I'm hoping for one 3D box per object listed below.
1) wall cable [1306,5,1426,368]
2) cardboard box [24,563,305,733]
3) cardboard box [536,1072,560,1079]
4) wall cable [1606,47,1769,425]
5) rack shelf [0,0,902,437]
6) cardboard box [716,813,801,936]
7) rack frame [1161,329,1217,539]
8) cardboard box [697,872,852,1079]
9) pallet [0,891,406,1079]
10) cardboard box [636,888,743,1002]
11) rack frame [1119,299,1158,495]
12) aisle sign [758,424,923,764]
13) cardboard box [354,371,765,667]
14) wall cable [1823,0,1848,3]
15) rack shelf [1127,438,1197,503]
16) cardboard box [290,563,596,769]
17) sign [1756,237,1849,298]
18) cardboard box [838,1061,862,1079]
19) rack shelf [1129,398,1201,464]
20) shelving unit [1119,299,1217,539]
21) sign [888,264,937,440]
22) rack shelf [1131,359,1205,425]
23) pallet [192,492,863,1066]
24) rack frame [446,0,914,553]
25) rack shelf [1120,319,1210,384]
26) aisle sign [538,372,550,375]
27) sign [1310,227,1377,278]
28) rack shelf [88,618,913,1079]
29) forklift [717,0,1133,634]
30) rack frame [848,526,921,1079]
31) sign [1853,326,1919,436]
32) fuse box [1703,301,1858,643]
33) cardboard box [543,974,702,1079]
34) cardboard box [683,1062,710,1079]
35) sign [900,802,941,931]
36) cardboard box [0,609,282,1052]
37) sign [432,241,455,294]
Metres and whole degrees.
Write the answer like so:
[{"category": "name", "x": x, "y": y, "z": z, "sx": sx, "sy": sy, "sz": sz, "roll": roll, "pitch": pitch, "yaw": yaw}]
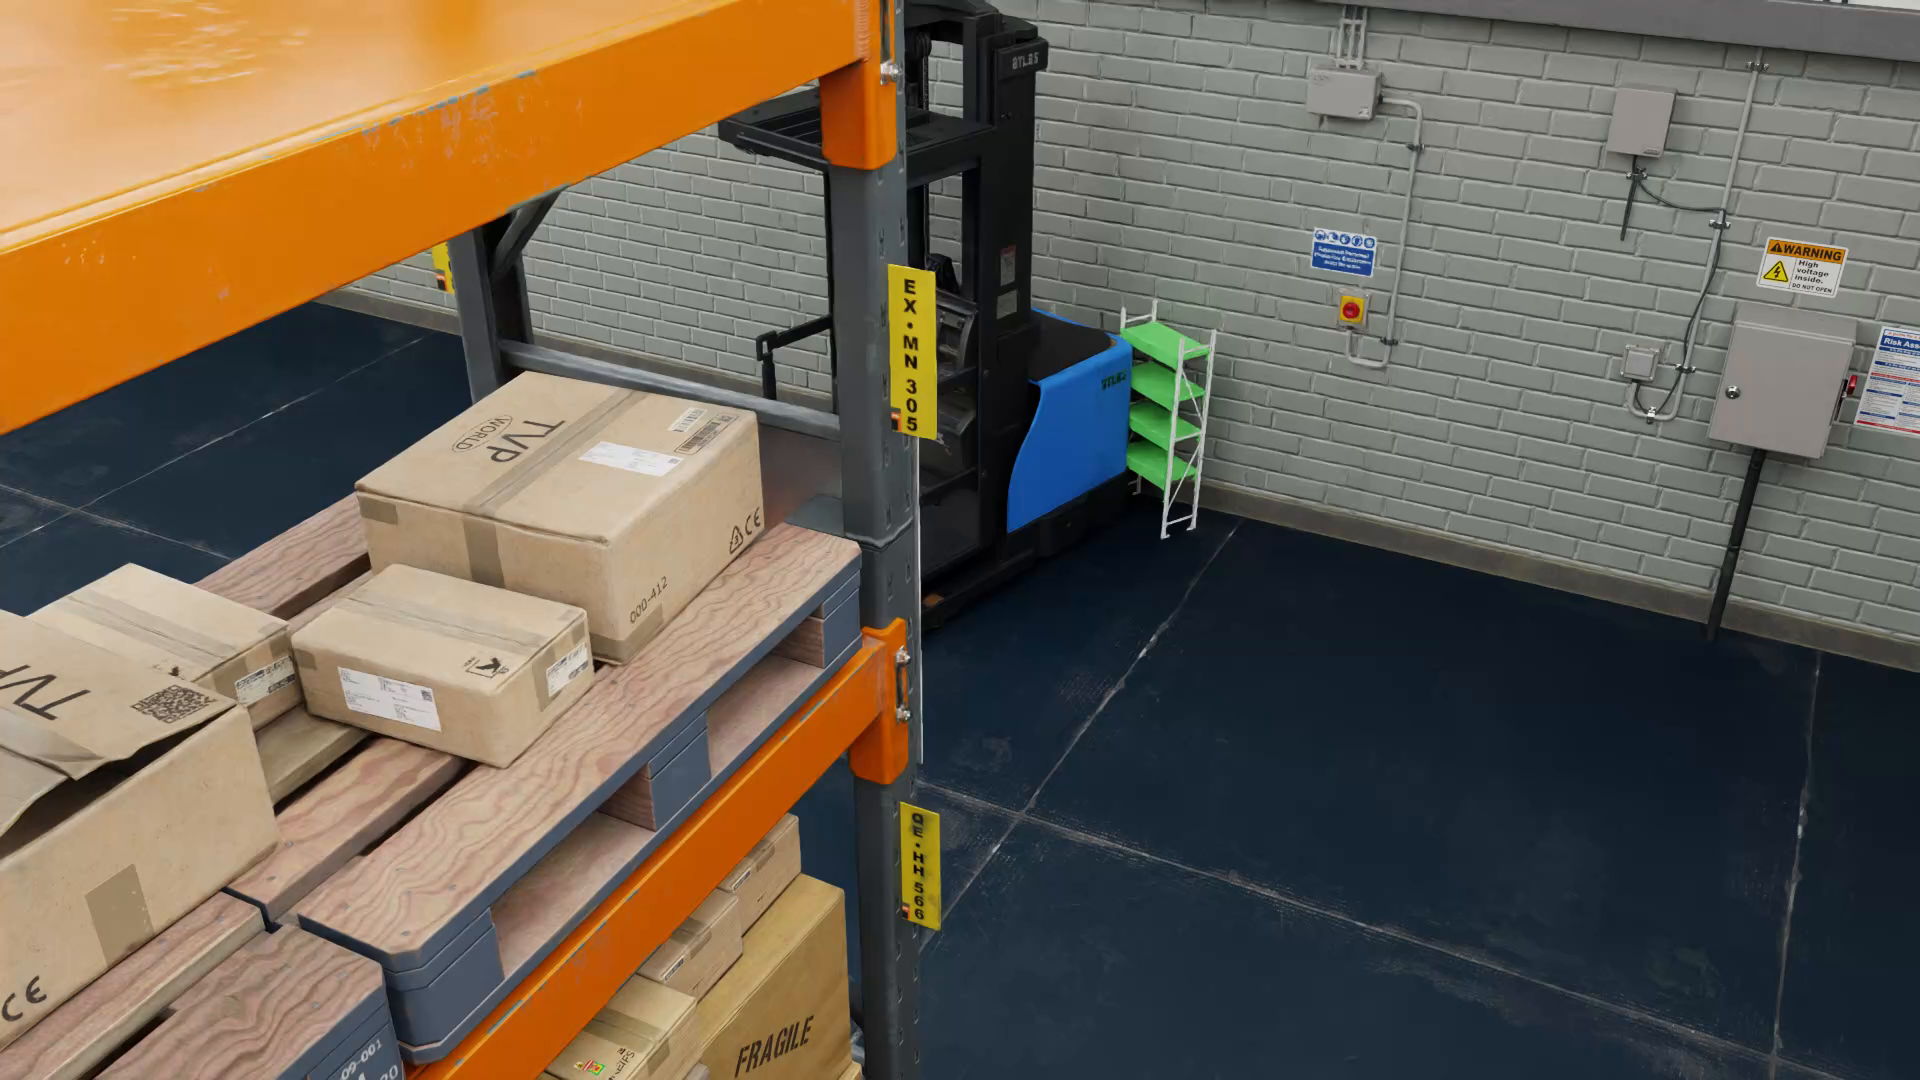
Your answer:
[{"category": "wall cable", "x": 1.983, "y": -1.775, "z": 8.277, "sx": 0.585, "sy": 1.953, "sz": 0.123, "roll": 14, "pitch": 33, "yaw": 23}, {"category": "cardboard box", "x": -1.265, "y": 0.197, "z": 2.612, "sx": 0.380, "sy": 0.149, "sz": 0.250, "roll": 16, "pitch": 33, "yaw": 25}, {"category": "cardboard box", "x": -0.838, "y": 0.985, "z": 2.768, "sx": 0.380, "sy": 0.149, "sz": 0.250, "roll": 15, "pitch": 33, "yaw": 24}, {"category": "wall cable", "x": 3.251, "y": -1.445, "z": 7.733, "sx": 0.588, "sy": 1.984, "sz": 0.122, "roll": 14, "pitch": 33, "yaw": 23}, {"category": "rack shelf", "x": -1.476, "y": -0.045, "z": 1.416, "sx": 1.077, "sy": 0.370, "sz": 4.000, "roll": 14, "pitch": 33, "yaw": 23}, {"category": "cardboard box", "x": -0.550, "y": 0.631, "z": 3.384, "sx": 0.380, "sy": 0.149, "sz": 0.250, "roll": 15, "pitch": 33, "yaw": 24}, {"category": "rack frame", "x": 1.236, "y": -0.559, "z": 9.016, "sx": 0.240, "sy": 1.200, "sz": 0.015, "roll": -17, "pitch": 35, "yaw": -29}, {"category": "cardboard box", "x": -0.573, "y": 0.975, "z": 3.435, "sx": 0.500, "sy": 0.500, "sz": 0.500, "roll": 15, "pitch": 33, "yaw": 25}, {"category": "pallet", "x": -1.448, "y": 0.796, "z": 1.928, "sx": 1.003, "sy": 0.211, "sz": 1.213, "roll": 14, "pitch": 33, "yaw": 23}, {"category": "cardboard box", "x": -0.644, "y": 0.749, "z": 3.178, "sx": 0.380, "sy": 0.149, "sz": 0.250, "roll": 15, "pitch": 33, "yaw": 24}, {"category": "rack frame", "x": 0.965, "y": -0.767, "z": 9.365, "sx": 0.240, "sy": 1.200, "sz": 0.015, "roll": -17, "pitch": 35, "yaw": -29}, {"category": "aisle sign", "x": -0.256, "y": 0.096, "z": 3.461, "sx": 0.394, "sy": 0.787, "sz": 0.004, "roll": 14, "pitch": 33, "yaw": 23}, {"category": "cardboard box", "x": -0.690, "y": -0.057, "z": 2.953, "sx": 0.500, "sy": 0.250, "sz": 0.500, "roll": 11, "pitch": 32, "yaw": 19}, {"category": "wall cable", "x": 4.907, "y": -3.198, "z": 5.746, "sx": 2.988, "sy": 3.039, "sz": 0.133, "roll": 14, "pitch": 33, "yaw": 23}, {"category": "rack shelf", "x": 1.093, "y": -0.399, "z": 9.342, "sx": 0.258, "sy": 0.148, "sz": 0.480, "roll": -17, "pitch": 35, "yaw": -29}, {"category": "cardboard box", "x": -0.810, "y": 0.191, "z": 2.623, "sx": 0.380, "sy": 0.149, "sz": 0.250, "roll": 12, "pitch": 32, "yaw": 19}, {"category": "sign", "x": 3.832, "y": -1.242, "z": 7.571, "sx": 0.339, "sy": 0.242, "sz": 0.001, "roll": 14, "pitch": 33, "yaw": 23}, {"category": "cardboard box", "x": -0.549, "y": 1.415, "z": 3.673, "sx": 0.500, "sy": 0.500, "sz": 0.500, "roll": 14, "pitch": 33, "yaw": 24}, {"category": "rack shelf", "x": 1.099, "y": -0.608, "z": 9.223, "sx": 0.258, "sy": 0.148, "sz": 0.480, "roll": -17, "pitch": 35, "yaw": -29}, {"category": "shelving unit", "x": 1.101, "y": -0.663, "z": 9.191, "sx": 0.258, "sy": 1.200, "sz": 0.503, "roll": -17, "pitch": 35, "yaw": -29}, {"category": "sign", "x": -0.088, "y": -0.337, "z": 3.002, "sx": 0.100, "sy": 0.325, "sz": 0.005, "roll": 14, "pitch": 33, "yaw": 23}, {"category": "rack shelf", "x": 1.105, "y": -0.816, "z": 9.103, "sx": 0.258, "sy": 0.148, "sz": 0.480, "roll": -17, "pitch": 35, "yaw": -29}, {"category": "pallet", "x": -0.894, "y": 0.253, "z": 2.874, "sx": 1.003, "sy": 0.211, "sz": 1.213, "roll": 14, "pitch": 33, "yaw": 23}, {"category": "rack frame", "x": -0.565, "y": -1.417, "z": 2.681, "sx": 1.000, "sy": 3.000, "sz": 0.127, "roll": 14, "pitch": 33, "yaw": 23}, {"category": "rack shelf", "x": 1.111, "y": -1.024, "z": 8.984, "sx": 0.258, "sy": 0.148, "sz": 0.480, "roll": -17, "pitch": 35, "yaw": -29}, {"category": "aisle sign", "x": -0.790, "y": -0.041, "z": 3.698, "sx": 0.394, "sy": 0.787, "sz": 0.004, "roll": 14, "pitch": 33, "yaw": 23}, {"category": "sign", "x": 1.968, "y": -1.476, "z": 8.536, "sx": 0.327, "sy": 0.218, "sz": 0.001, "roll": 14, "pitch": 33, "yaw": 23}, {"category": "rack shelf", "x": -1.476, "y": 1.082, "z": 2.063, "sx": 1.077, "sy": 0.370, "sz": 4.000, "roll": 14, "pitch": 33, "yaw": 23}, {"category": "forklift", "x": -0.429, "y": -1.046, "z": 8.128, "sx": 1.130, "sy": 2.935, "sz": 3.031, "roll": 25, "pitch": 38, "yaw": 37}, {"category": "rack frame", "x": -0.565, "y": 1.184, "z": 4.175, "sx": 1.000, "sy": 3.000, "sz": 0.127, "roll": 14, "pitch": 33, "yaw": 23}, {"category": "sign", "x": 4.321, "y": -0.718, "z": 7.583, "sx": 0.329, "sy": 0.494, "sz": 0.001, "roll": 14, "pitch": 33, "yaw": 23}, {"category": "fuse box", "x": 3.787, "y": -0.221, "z": 7.916, "sx": 0.539, "sy": 1.711, "sz": 0.414, "roll": 14, "pitch": 33, "yaw": 23}, {"category": "cardboard box", "x": -0.687, "y": 0.882, "z": 2.946, "sx": 0.380, "sy": 0.149, "sz": 0.250, "roll": 14, "pitch": 33, "yaw": 23}, {"category": "cardboard box", "x": -0.785, "y": 1.214, "z": 3.020, "sx": 0.500, "sy": 0.500, "sz": 0.500, "roll": 14, "pitch": 33, "yaw": 23}, {"category": "sign", "x": -0.088, "y": 0.709, "z": 3.603, "sx": 0.100, "sy": 0.325, "sz": 0.005, "roll": 14, "pitch": 33, "yaw": 23}, {"category": "cardboard box", "x": -1.291, "y": 0.349, "z": 2.185, "sx": 0.500, "sy": 0.311, "sz": 0.500, "roll": 15, "pitch": 33, "yaw": 24}, {"category": "sign", "x": -1.056, "y": -0.658, "z": 3.415, "sx": 0.100, "sy": 0.325, "sz": 0.005, "roll": 14, "pitch": 33, "yaw": 23}]
